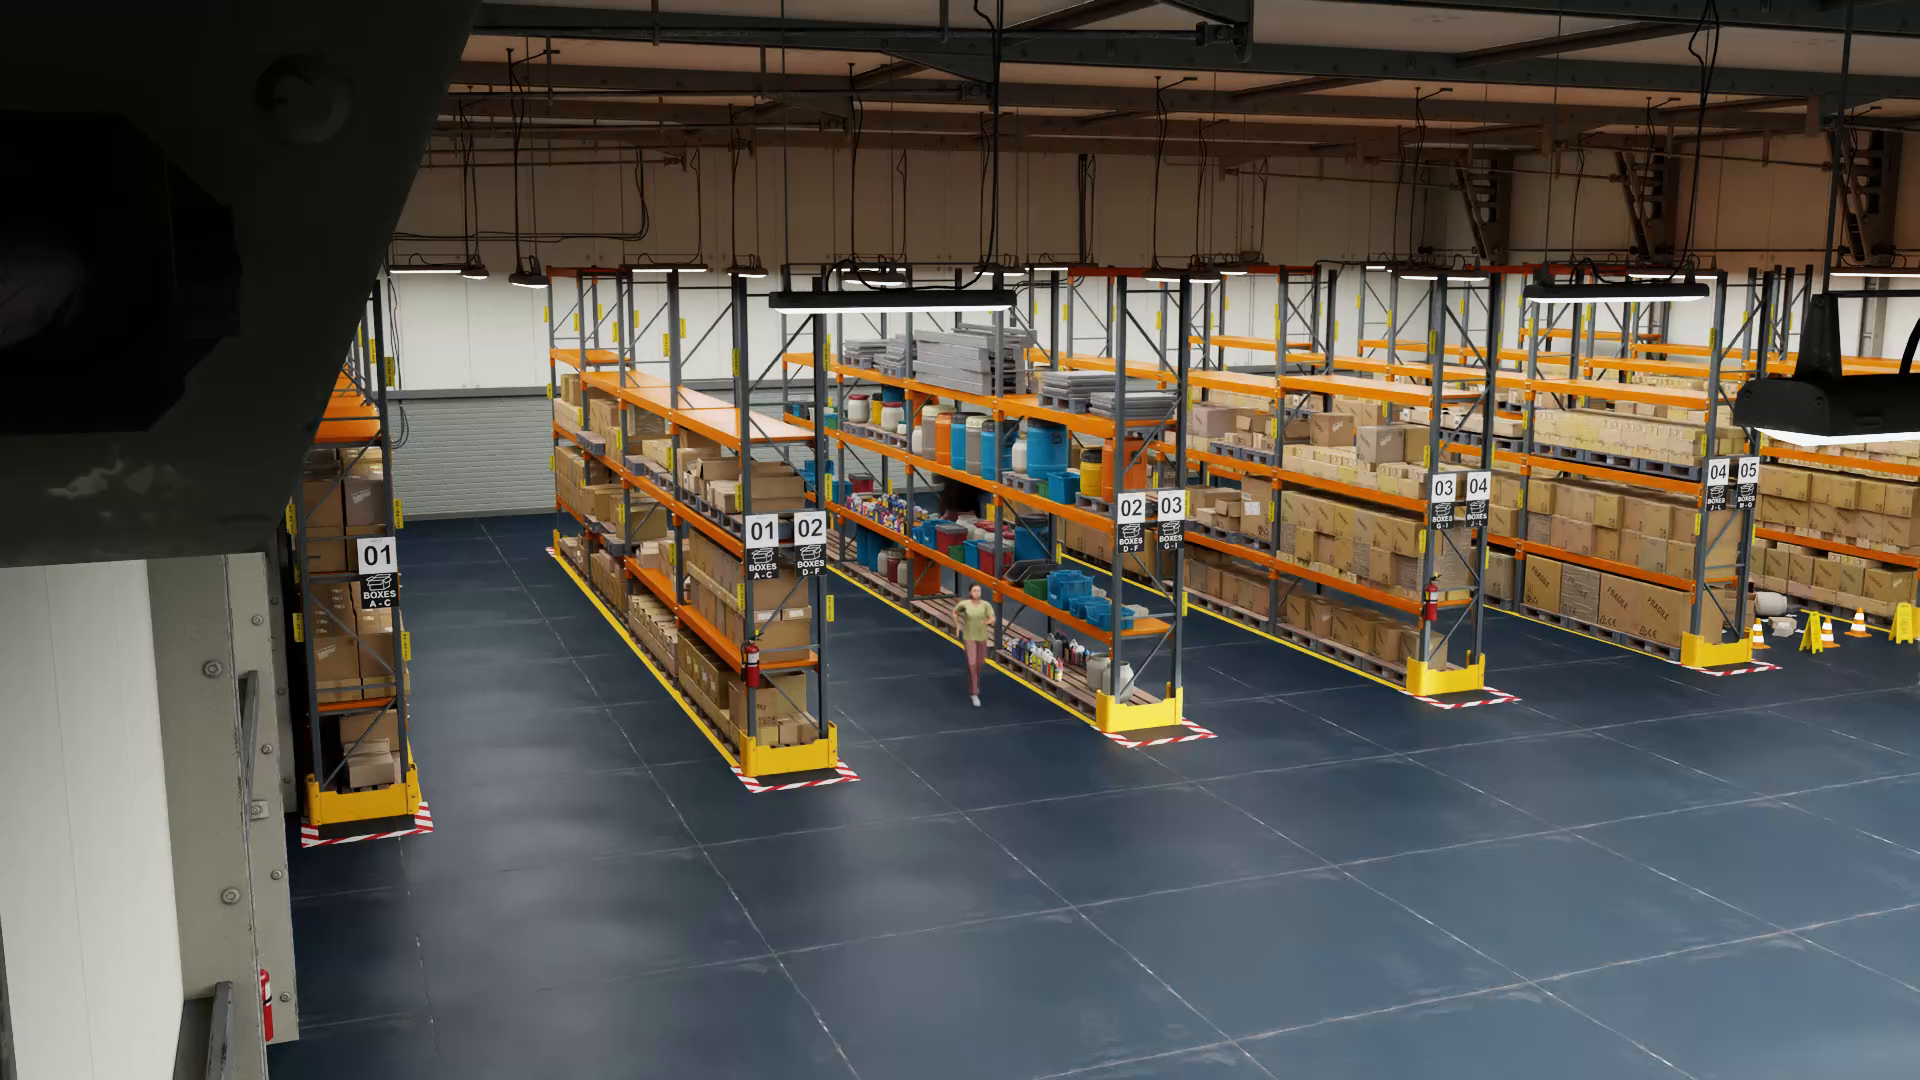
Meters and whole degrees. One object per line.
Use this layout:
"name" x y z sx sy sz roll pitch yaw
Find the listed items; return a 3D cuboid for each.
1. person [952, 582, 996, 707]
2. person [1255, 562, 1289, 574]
"person" 0.216 1.423 23.523 0.562 1.687 0.906 -3 10 -14
"person" 6.195 -0.217 32.880 0.575 1.685 0.938 -5 11 -26
